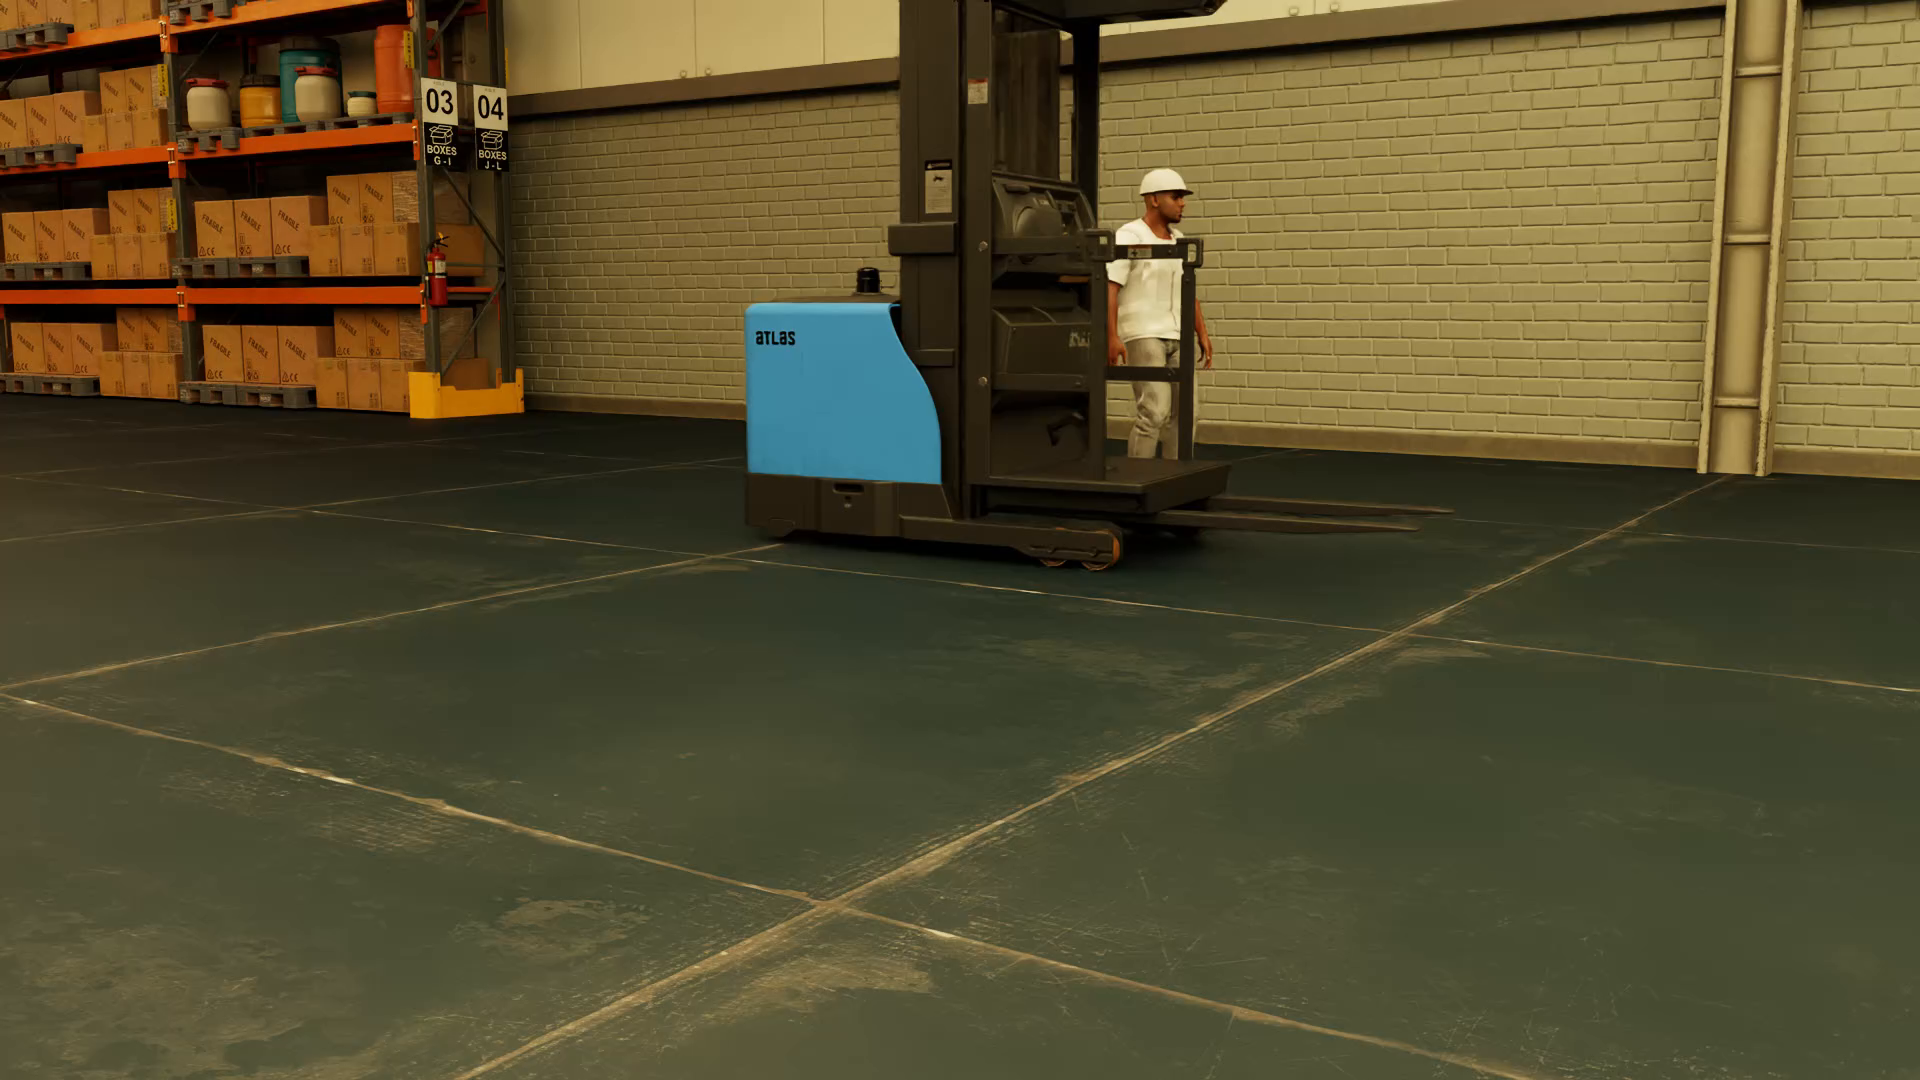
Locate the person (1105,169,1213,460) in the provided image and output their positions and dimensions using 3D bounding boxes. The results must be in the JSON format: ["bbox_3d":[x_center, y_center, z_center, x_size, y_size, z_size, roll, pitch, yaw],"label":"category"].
[{"bbox_3d":[1.053,-1.041,8.692,0.731,1.759,0.442,-8,11,-43],"label":"person"}]

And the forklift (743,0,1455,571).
[{"bbox_3d":[0.556,-1.412,7.119,3.031,2.935,1.130,4,9,28],"label":"forklift"}]
